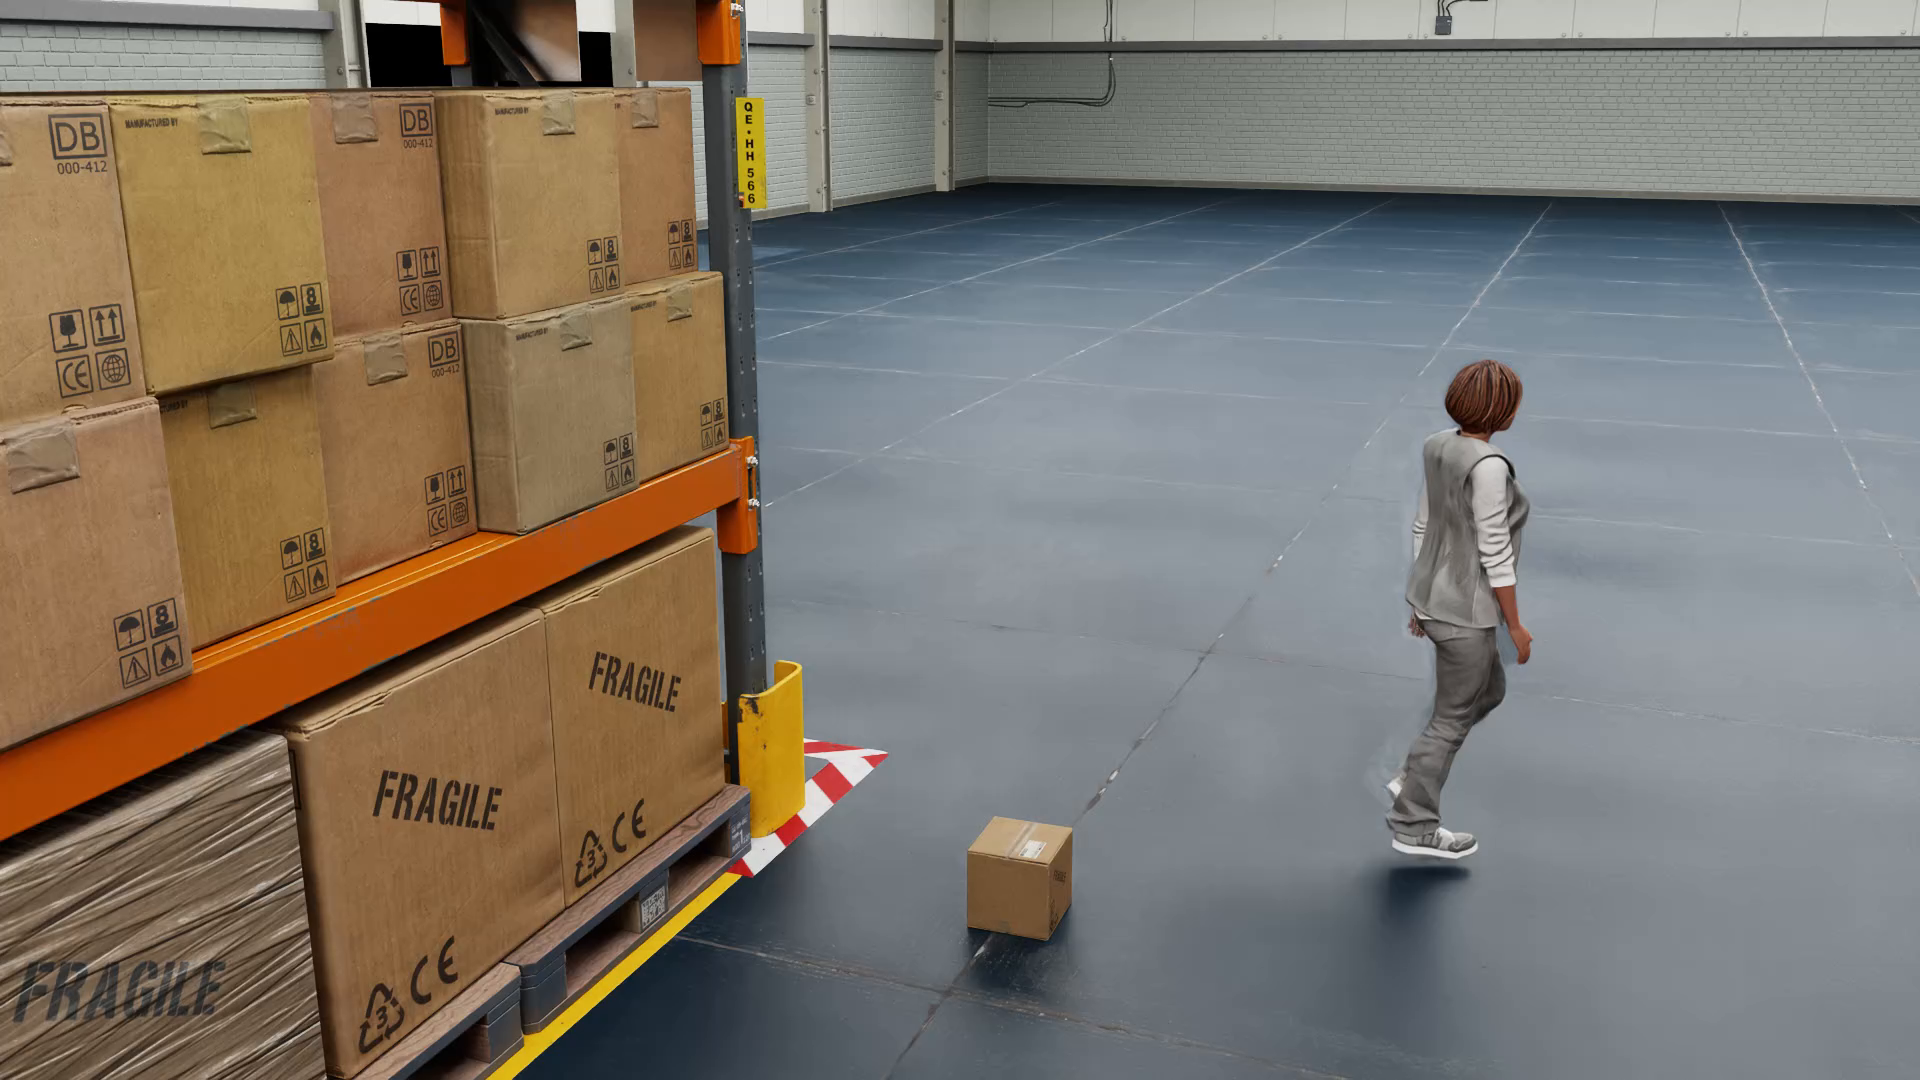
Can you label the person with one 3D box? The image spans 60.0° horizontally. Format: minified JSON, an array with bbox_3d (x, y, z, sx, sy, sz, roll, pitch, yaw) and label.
[{"bbox_3d":[1.561,0.233,5.137,0.411,1.604,0.422,-1,16,-4],"label":"person"}]
